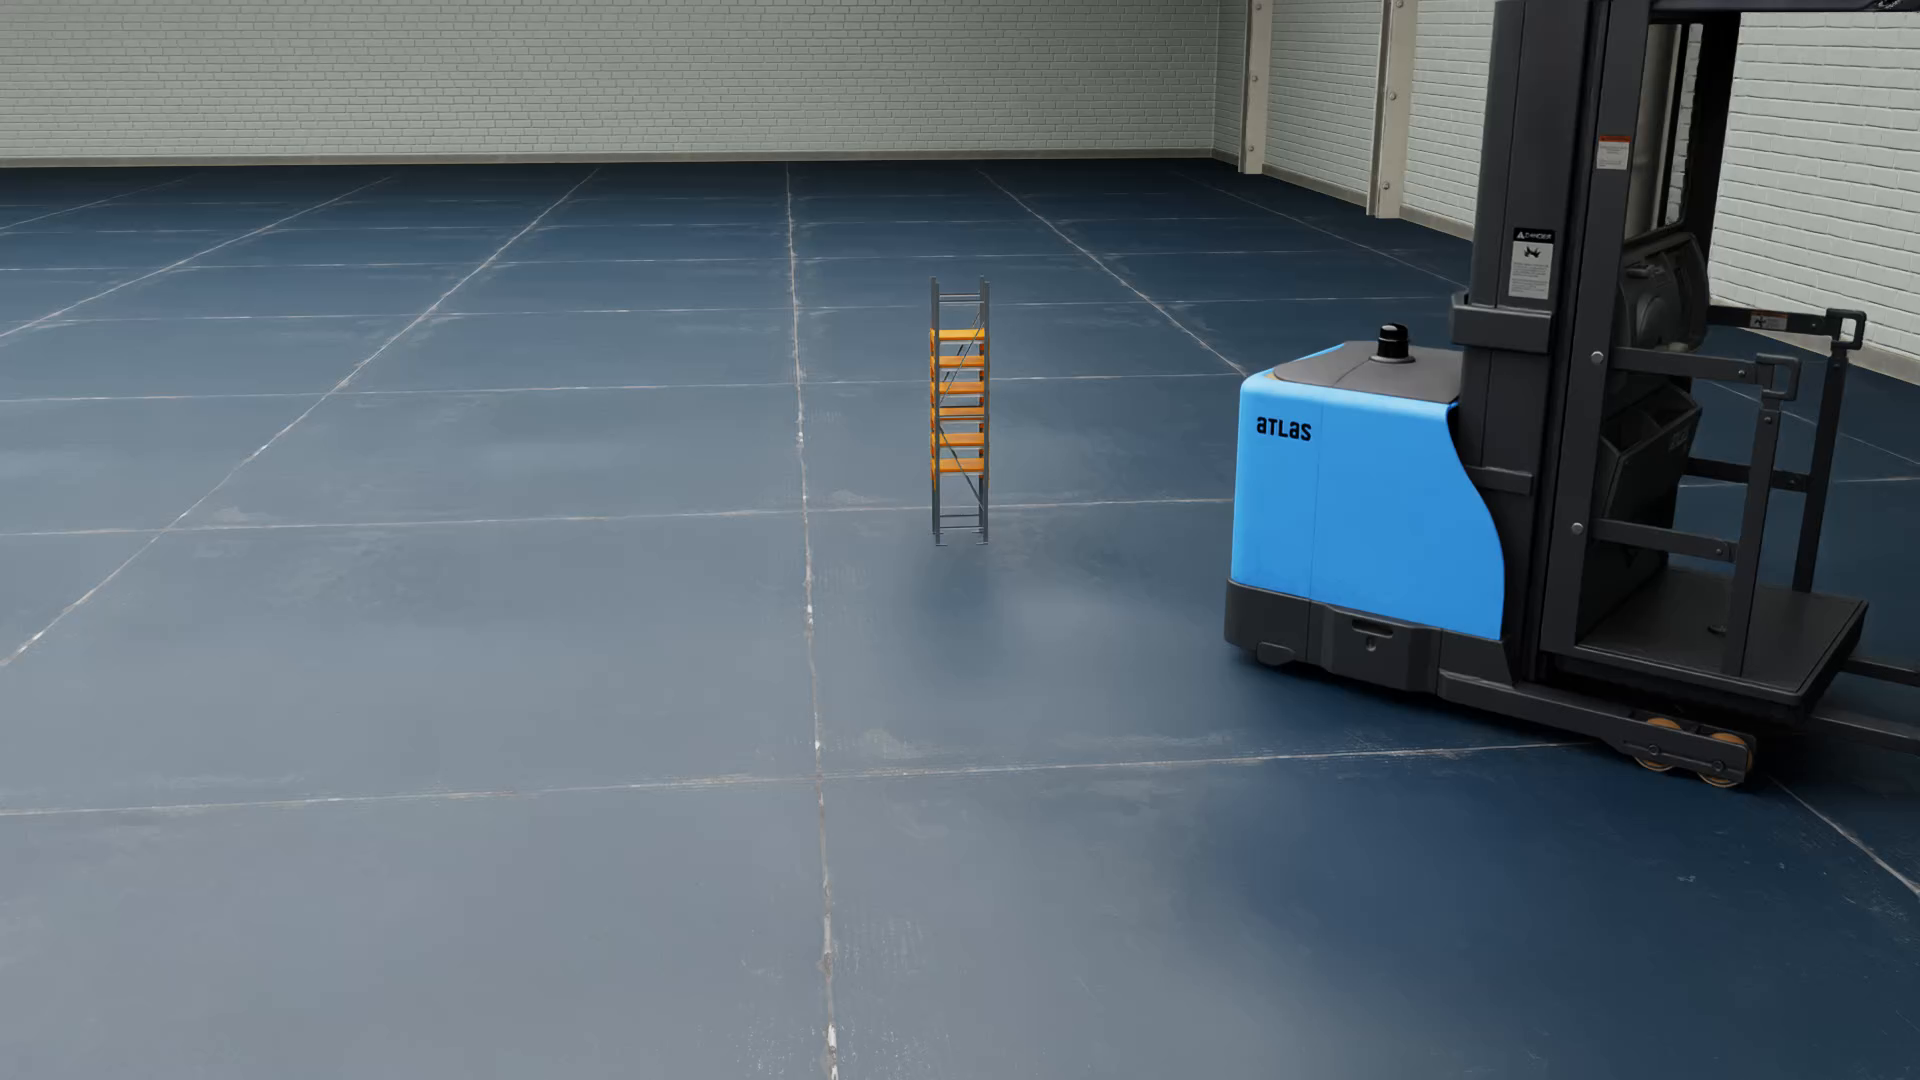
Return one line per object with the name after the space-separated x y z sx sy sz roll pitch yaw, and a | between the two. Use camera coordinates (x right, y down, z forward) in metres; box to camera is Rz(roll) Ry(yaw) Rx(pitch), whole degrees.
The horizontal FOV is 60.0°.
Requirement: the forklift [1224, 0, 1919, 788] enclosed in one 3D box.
2.473 -0.803 5.343 3.031 2.935 1.130 13 22 35 | forklift

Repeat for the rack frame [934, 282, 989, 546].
0.008 -0.550 7.424 0.240 1.200 0.006 -2 18 -6 | rack frame

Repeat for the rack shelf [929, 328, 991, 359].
-0.002 -0.878 7.417 0.258 0.103 0.180 -2 18 -6 | rack shelf

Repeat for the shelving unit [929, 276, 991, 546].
-0.001 -0.577 7.511 0.258 1.200 0.189 -2 18 -6 | shelving unit

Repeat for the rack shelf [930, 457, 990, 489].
-0.001 -0.305 7.596 0.258 0.103 0.180 -2 18 -6 | rack shelf

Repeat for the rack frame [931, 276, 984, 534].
-0.011 -0.604 7.598 0.240 1.200 0.006 -2 18 -6 | rack frame

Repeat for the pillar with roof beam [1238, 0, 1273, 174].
0.252 -9.885 24.139 9.100 9.000 0.400 -2 18 -6 | pillar with roof beam

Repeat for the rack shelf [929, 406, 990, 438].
-0.001 -0.534 7.524 0.258 0.103 0.180 -2 18 -6 | rack shelf

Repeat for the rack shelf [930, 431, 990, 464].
-0.001 -0.420 7.560 0.258 0.103 0.180 -2 18 -6 | rack shelf

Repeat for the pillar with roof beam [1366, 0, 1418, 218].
0.870 -8.097 18.445 9.100 9.000 0.400 -2 18 -6 | pillar with roof beam

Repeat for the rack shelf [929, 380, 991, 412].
-0.001 -0.649 7.488 0.258 0.103 0.180 -2 18 -6 | rack shelf

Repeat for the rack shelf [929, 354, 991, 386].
-0.002 -0.763 7.453 0.258 0.103 0.180 -2 18 -6 | rack shelf
